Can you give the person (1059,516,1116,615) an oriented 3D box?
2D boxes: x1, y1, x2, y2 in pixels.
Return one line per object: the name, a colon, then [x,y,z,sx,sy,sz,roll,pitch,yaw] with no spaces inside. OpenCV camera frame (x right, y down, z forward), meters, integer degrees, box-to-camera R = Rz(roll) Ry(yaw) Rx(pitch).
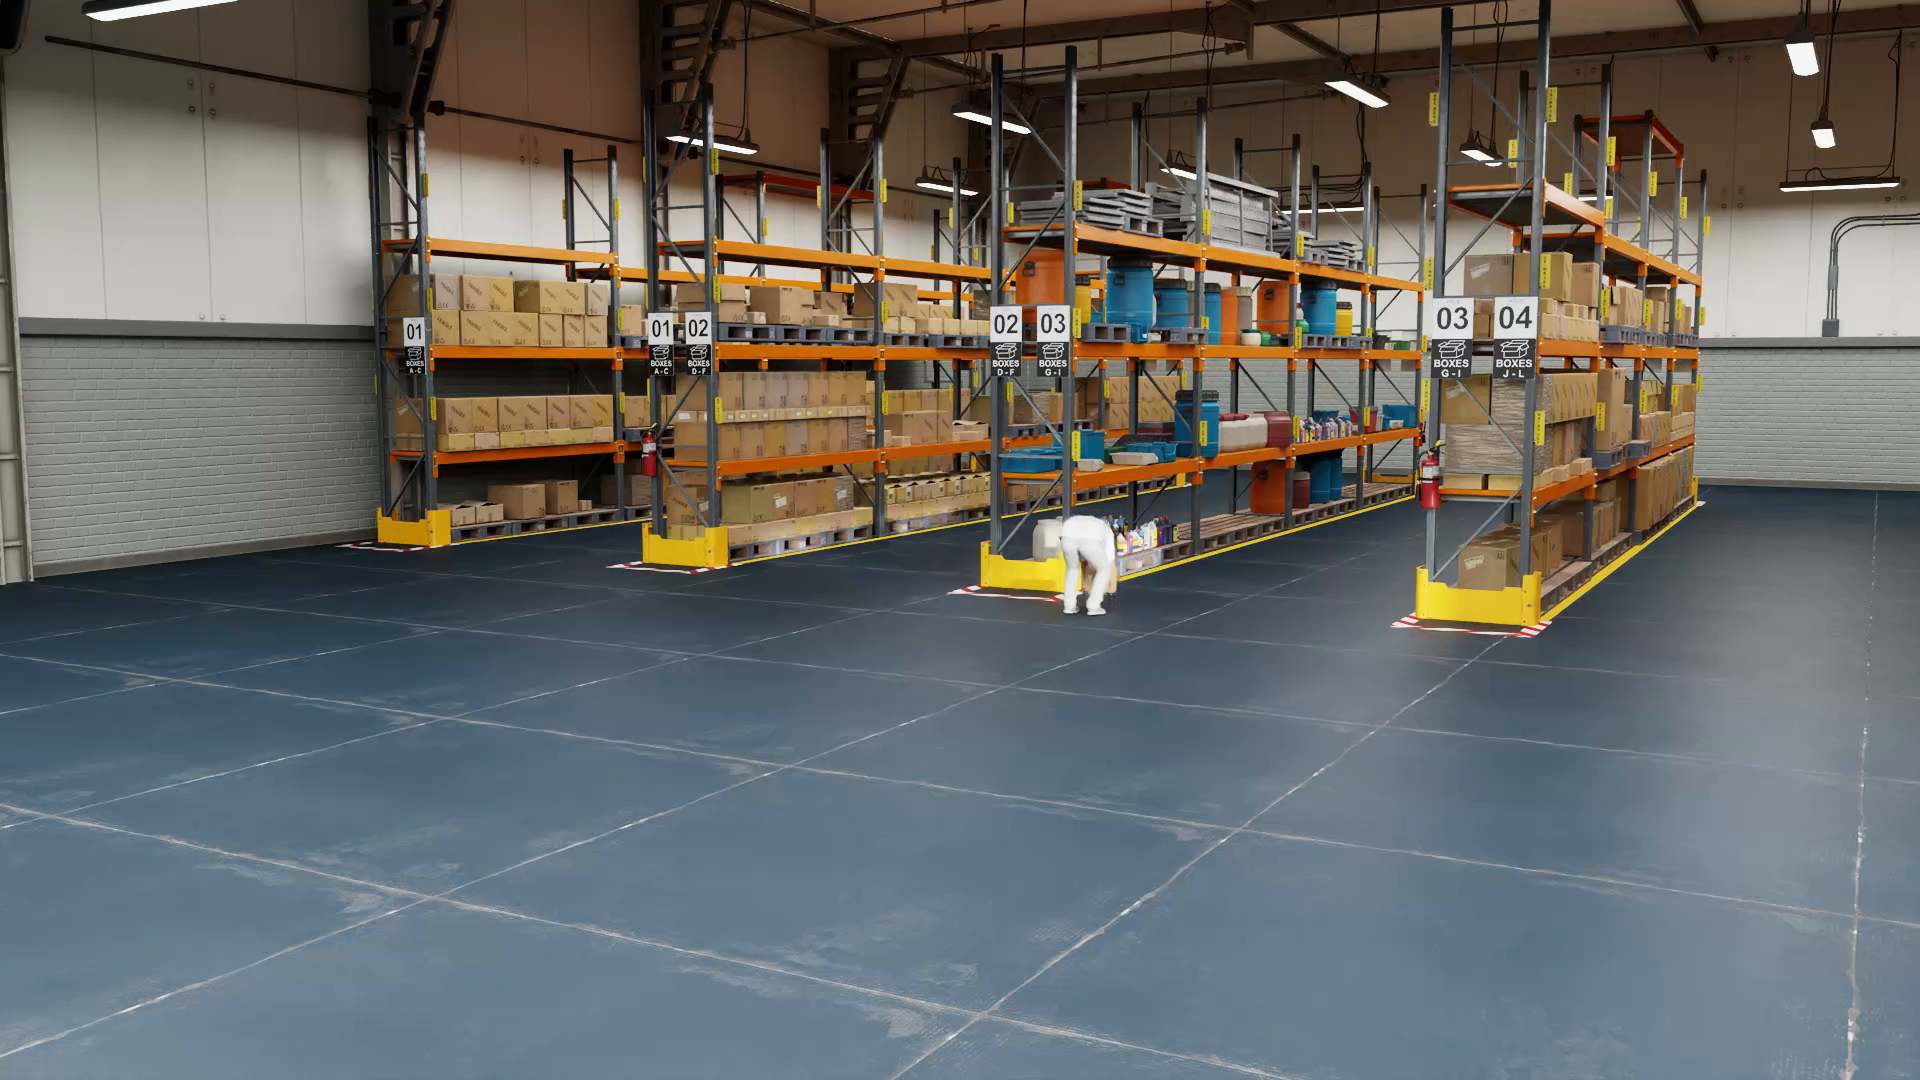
person: [1.356,0.239,17.208,0.495,1.014,0.950,3,7,26]
